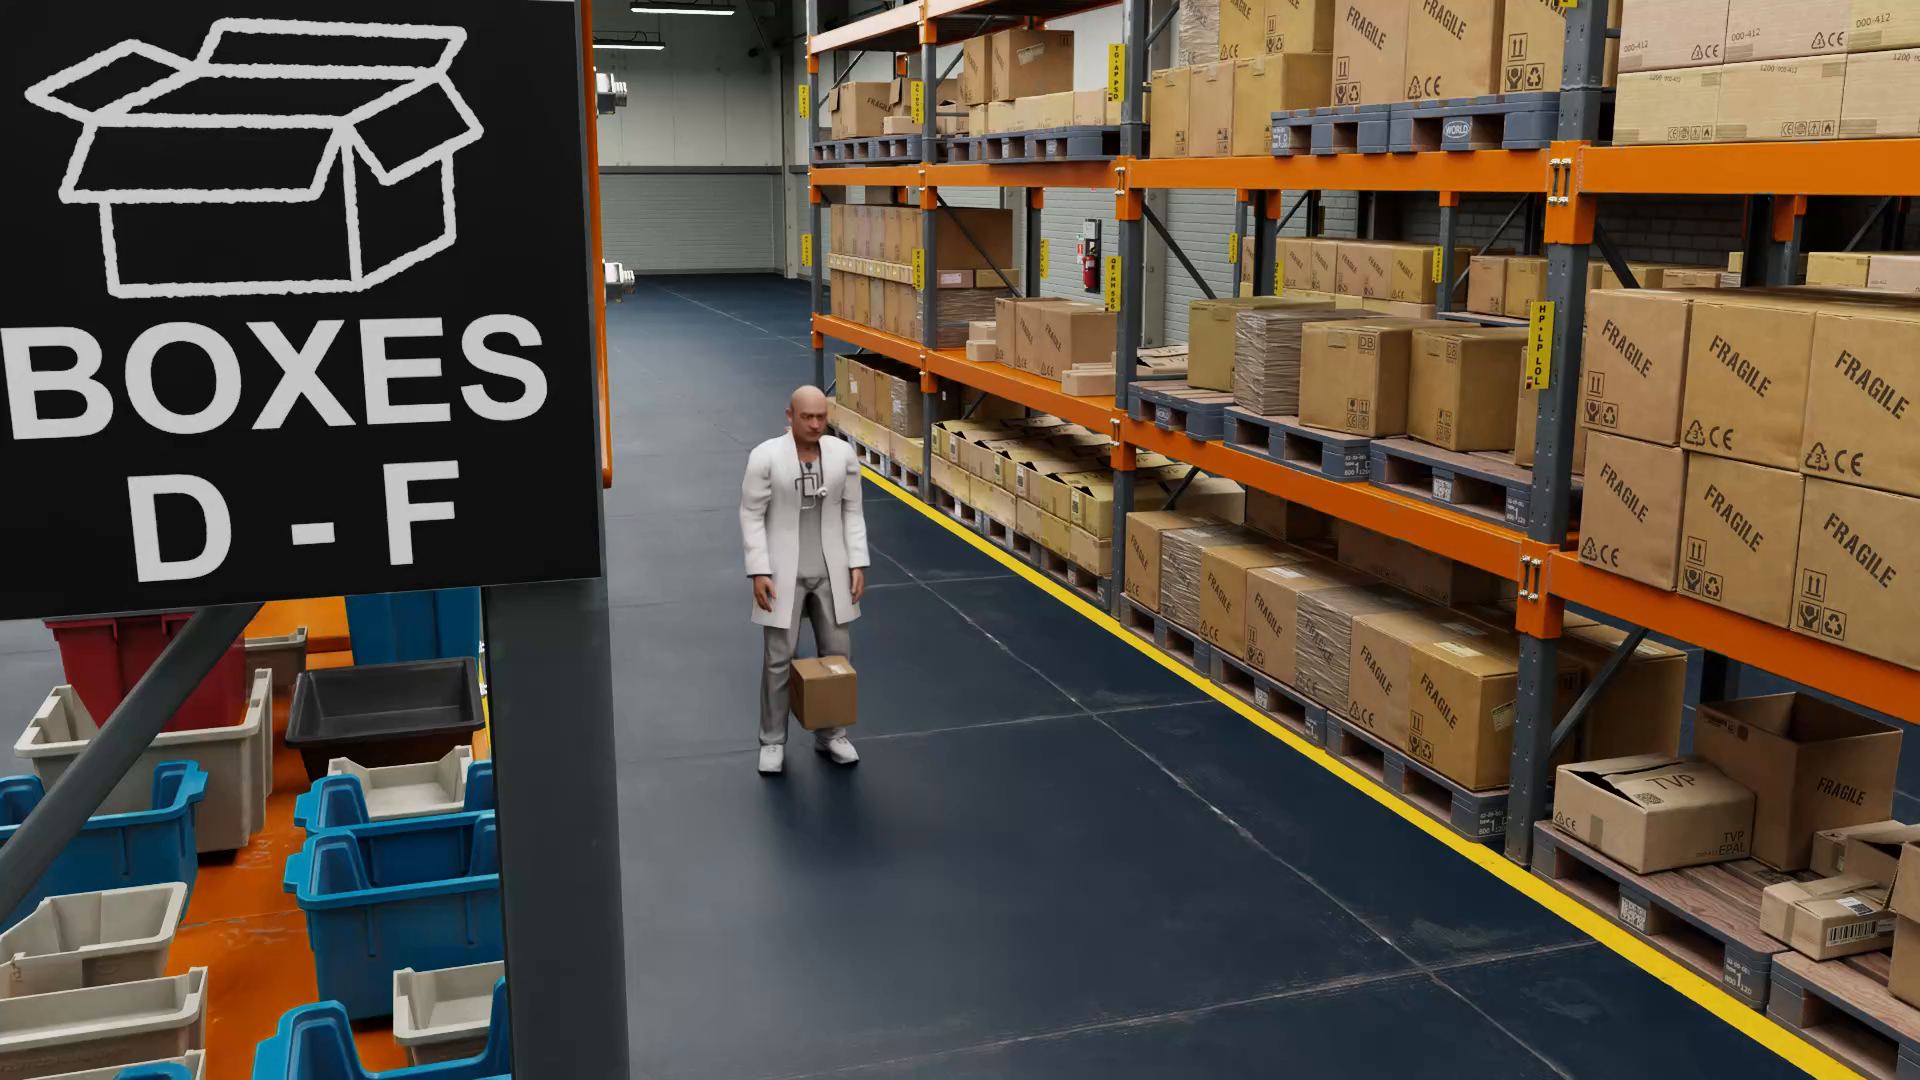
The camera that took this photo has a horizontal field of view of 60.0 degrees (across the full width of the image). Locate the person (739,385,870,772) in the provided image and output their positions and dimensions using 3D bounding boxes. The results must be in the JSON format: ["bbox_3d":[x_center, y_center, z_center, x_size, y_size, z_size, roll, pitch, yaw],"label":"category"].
[{"bbox_3d":[-0.711,0.166,7.730,0.596,1.776,0.424,-4,13,-20],"label":"person"}]
